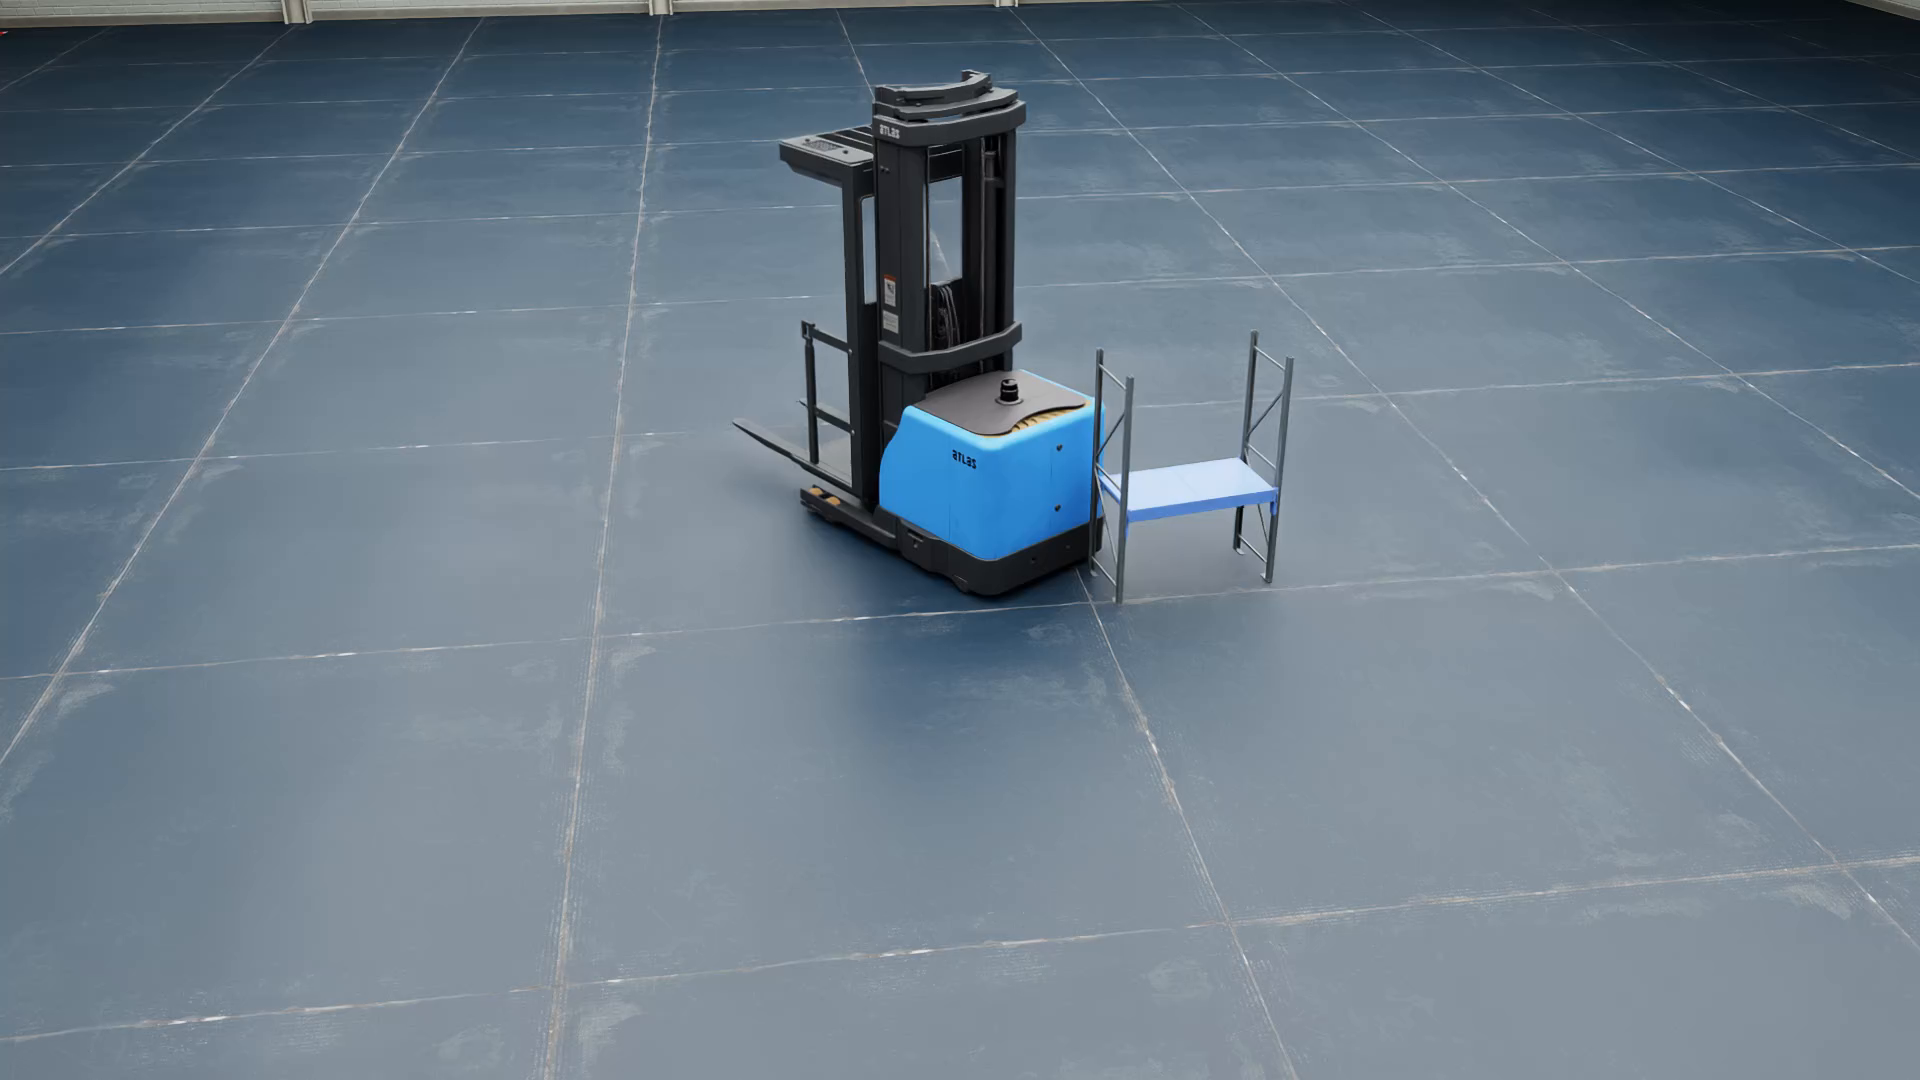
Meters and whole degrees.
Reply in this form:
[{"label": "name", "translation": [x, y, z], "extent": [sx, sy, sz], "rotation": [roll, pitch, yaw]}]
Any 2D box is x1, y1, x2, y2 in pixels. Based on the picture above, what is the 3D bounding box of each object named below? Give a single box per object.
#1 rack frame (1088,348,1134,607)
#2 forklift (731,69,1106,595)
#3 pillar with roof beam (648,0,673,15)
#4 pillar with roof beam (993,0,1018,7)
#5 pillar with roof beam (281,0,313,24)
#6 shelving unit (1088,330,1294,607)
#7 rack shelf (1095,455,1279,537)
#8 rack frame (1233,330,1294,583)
[{"label": "rack frame", "translation": [0.902, -0.367, 10.025], "extent": [0.032, 1.500, 0.500], "rotation": [-8, 28, -16]}, {"label": "forklift", "translation": [-0.430, -1.560, 10.782], "extent": [1.130, 2.935, 3.031], "rotation": [-22, 34, -36]}, {"label": "pillar with roof beam", "translation": [-4.536, -11.119, 22.765], "extent": [0.400, 9.000, 9.100], "rotation": [-4, 27, -7]}, {"label": "pillar with roof beam", "translation": [1.406, -11.501, 23.509], "extent": [0.400, 9.000, 9.100], "rotation": [-4, 27, -7]}, {"label": "pillar with roof beam", "translation": [-10.477, -10.737, 22.022], "extent": [0.400, 9.000, 9.100], "rotation": [-4, 27, -7]}, {"label": "shelving unit", "translation": [1.386, -0.438, 10.163], "extent": [1.048, 1.500, 0.538], "rotation": [-8, 28, -16]}, {"label": "rack shelf", "translation": [1.386, -0.278, 10.246], "extent": [1.000, 0.185, 0.538], "rotation": [-8, 28, -16]}, {"label": "rack frame", "translation": [1.870, -0.509, 10.302], "extent": [0.032, 1.500, 0.500], "rotation": [-8, 28, -16]}]
